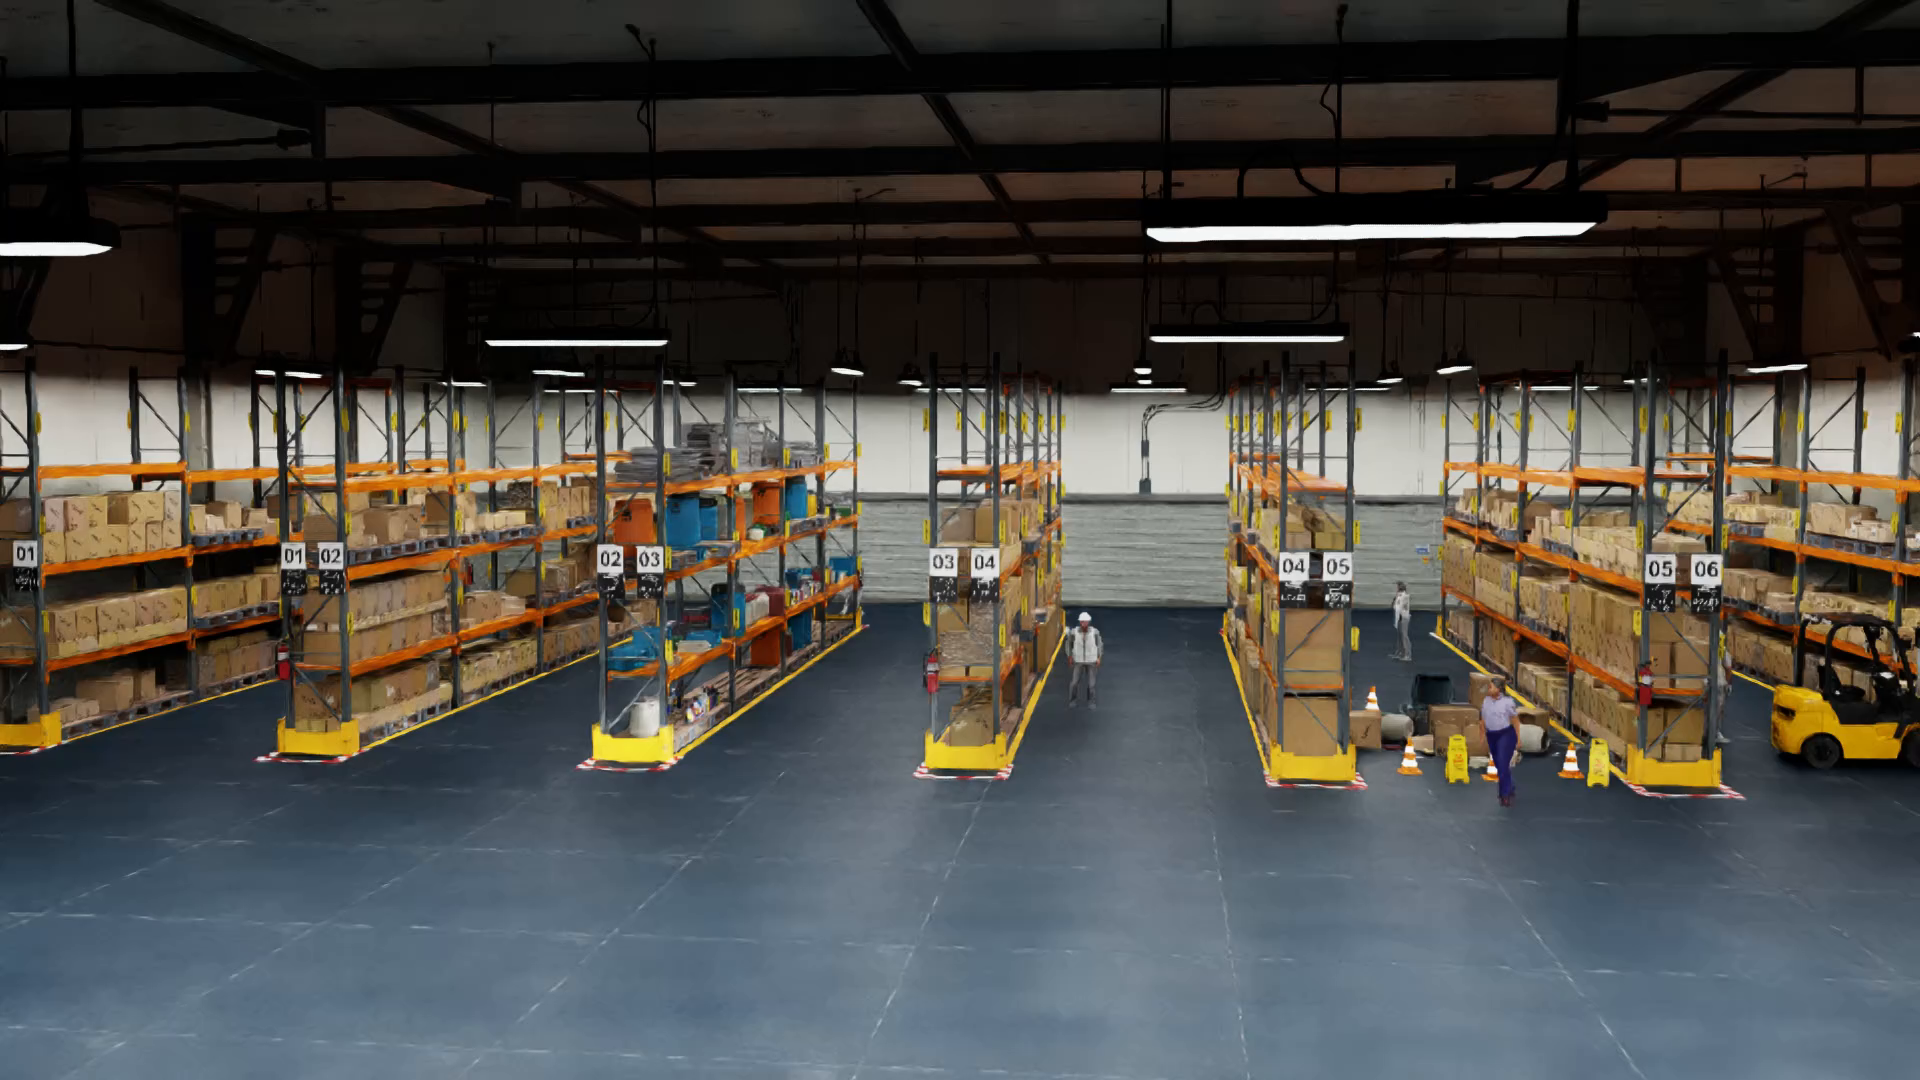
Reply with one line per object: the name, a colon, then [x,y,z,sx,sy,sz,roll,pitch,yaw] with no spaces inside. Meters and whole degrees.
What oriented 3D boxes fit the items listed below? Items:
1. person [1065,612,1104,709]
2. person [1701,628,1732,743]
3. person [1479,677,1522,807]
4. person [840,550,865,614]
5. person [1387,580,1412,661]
person: [2.167,2.096,29.018,0.677,1.726,0.574,0,4,5]
person: [11.862,2.251,26.081,0.457,1.781,0.618,-2,4,-25]
person: [7.162,2.653,21.966,0.530,1.663,0.590,-2,5,-30]
person: [-2.814,1.107,43.367,0.440,1.675,0.636,4,6,44]
person: [9.261,1.682,34.975,0.560,1.663,0.591,2,5,27]
